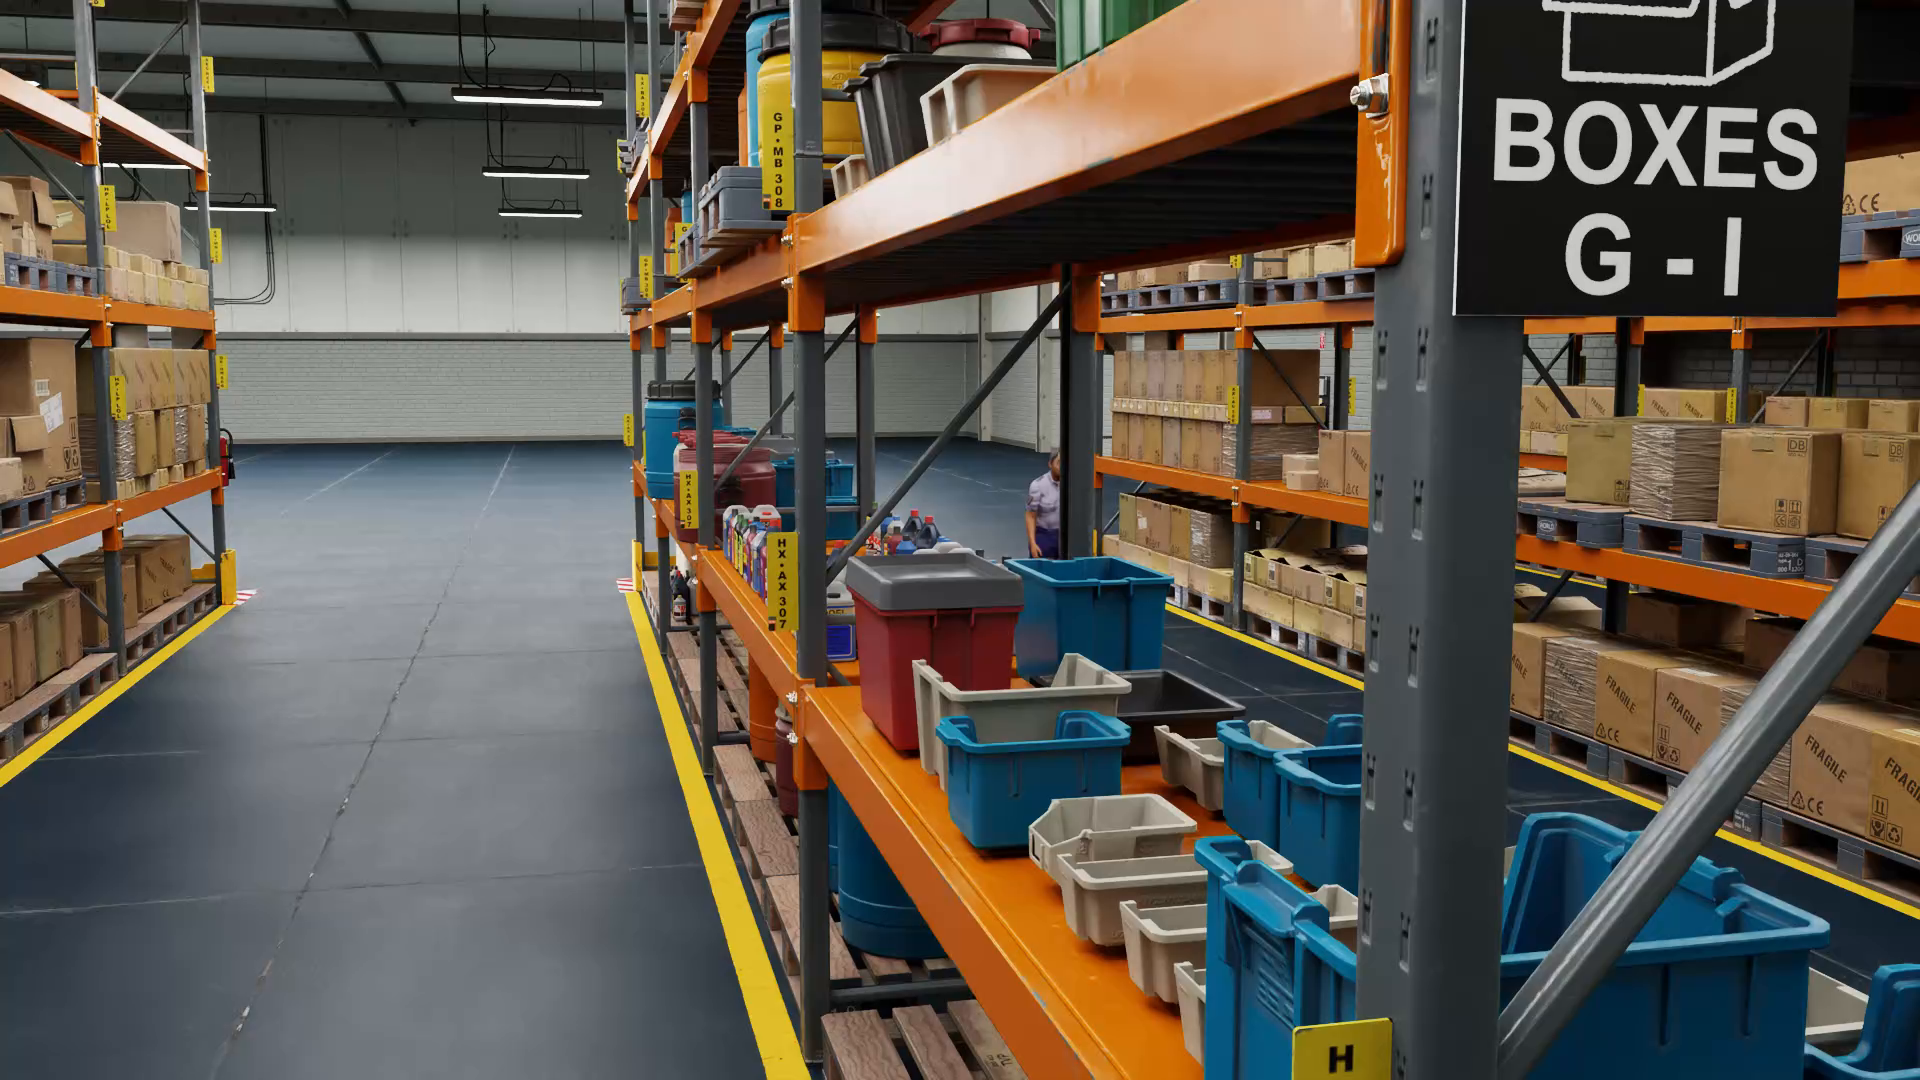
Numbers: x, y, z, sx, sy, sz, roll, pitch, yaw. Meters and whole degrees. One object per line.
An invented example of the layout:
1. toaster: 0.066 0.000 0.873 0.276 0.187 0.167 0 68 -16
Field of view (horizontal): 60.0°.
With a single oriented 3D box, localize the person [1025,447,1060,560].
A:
1. person: 0.783 0.068 13.591 0.532 1.654 0.421 -2 6 -15
